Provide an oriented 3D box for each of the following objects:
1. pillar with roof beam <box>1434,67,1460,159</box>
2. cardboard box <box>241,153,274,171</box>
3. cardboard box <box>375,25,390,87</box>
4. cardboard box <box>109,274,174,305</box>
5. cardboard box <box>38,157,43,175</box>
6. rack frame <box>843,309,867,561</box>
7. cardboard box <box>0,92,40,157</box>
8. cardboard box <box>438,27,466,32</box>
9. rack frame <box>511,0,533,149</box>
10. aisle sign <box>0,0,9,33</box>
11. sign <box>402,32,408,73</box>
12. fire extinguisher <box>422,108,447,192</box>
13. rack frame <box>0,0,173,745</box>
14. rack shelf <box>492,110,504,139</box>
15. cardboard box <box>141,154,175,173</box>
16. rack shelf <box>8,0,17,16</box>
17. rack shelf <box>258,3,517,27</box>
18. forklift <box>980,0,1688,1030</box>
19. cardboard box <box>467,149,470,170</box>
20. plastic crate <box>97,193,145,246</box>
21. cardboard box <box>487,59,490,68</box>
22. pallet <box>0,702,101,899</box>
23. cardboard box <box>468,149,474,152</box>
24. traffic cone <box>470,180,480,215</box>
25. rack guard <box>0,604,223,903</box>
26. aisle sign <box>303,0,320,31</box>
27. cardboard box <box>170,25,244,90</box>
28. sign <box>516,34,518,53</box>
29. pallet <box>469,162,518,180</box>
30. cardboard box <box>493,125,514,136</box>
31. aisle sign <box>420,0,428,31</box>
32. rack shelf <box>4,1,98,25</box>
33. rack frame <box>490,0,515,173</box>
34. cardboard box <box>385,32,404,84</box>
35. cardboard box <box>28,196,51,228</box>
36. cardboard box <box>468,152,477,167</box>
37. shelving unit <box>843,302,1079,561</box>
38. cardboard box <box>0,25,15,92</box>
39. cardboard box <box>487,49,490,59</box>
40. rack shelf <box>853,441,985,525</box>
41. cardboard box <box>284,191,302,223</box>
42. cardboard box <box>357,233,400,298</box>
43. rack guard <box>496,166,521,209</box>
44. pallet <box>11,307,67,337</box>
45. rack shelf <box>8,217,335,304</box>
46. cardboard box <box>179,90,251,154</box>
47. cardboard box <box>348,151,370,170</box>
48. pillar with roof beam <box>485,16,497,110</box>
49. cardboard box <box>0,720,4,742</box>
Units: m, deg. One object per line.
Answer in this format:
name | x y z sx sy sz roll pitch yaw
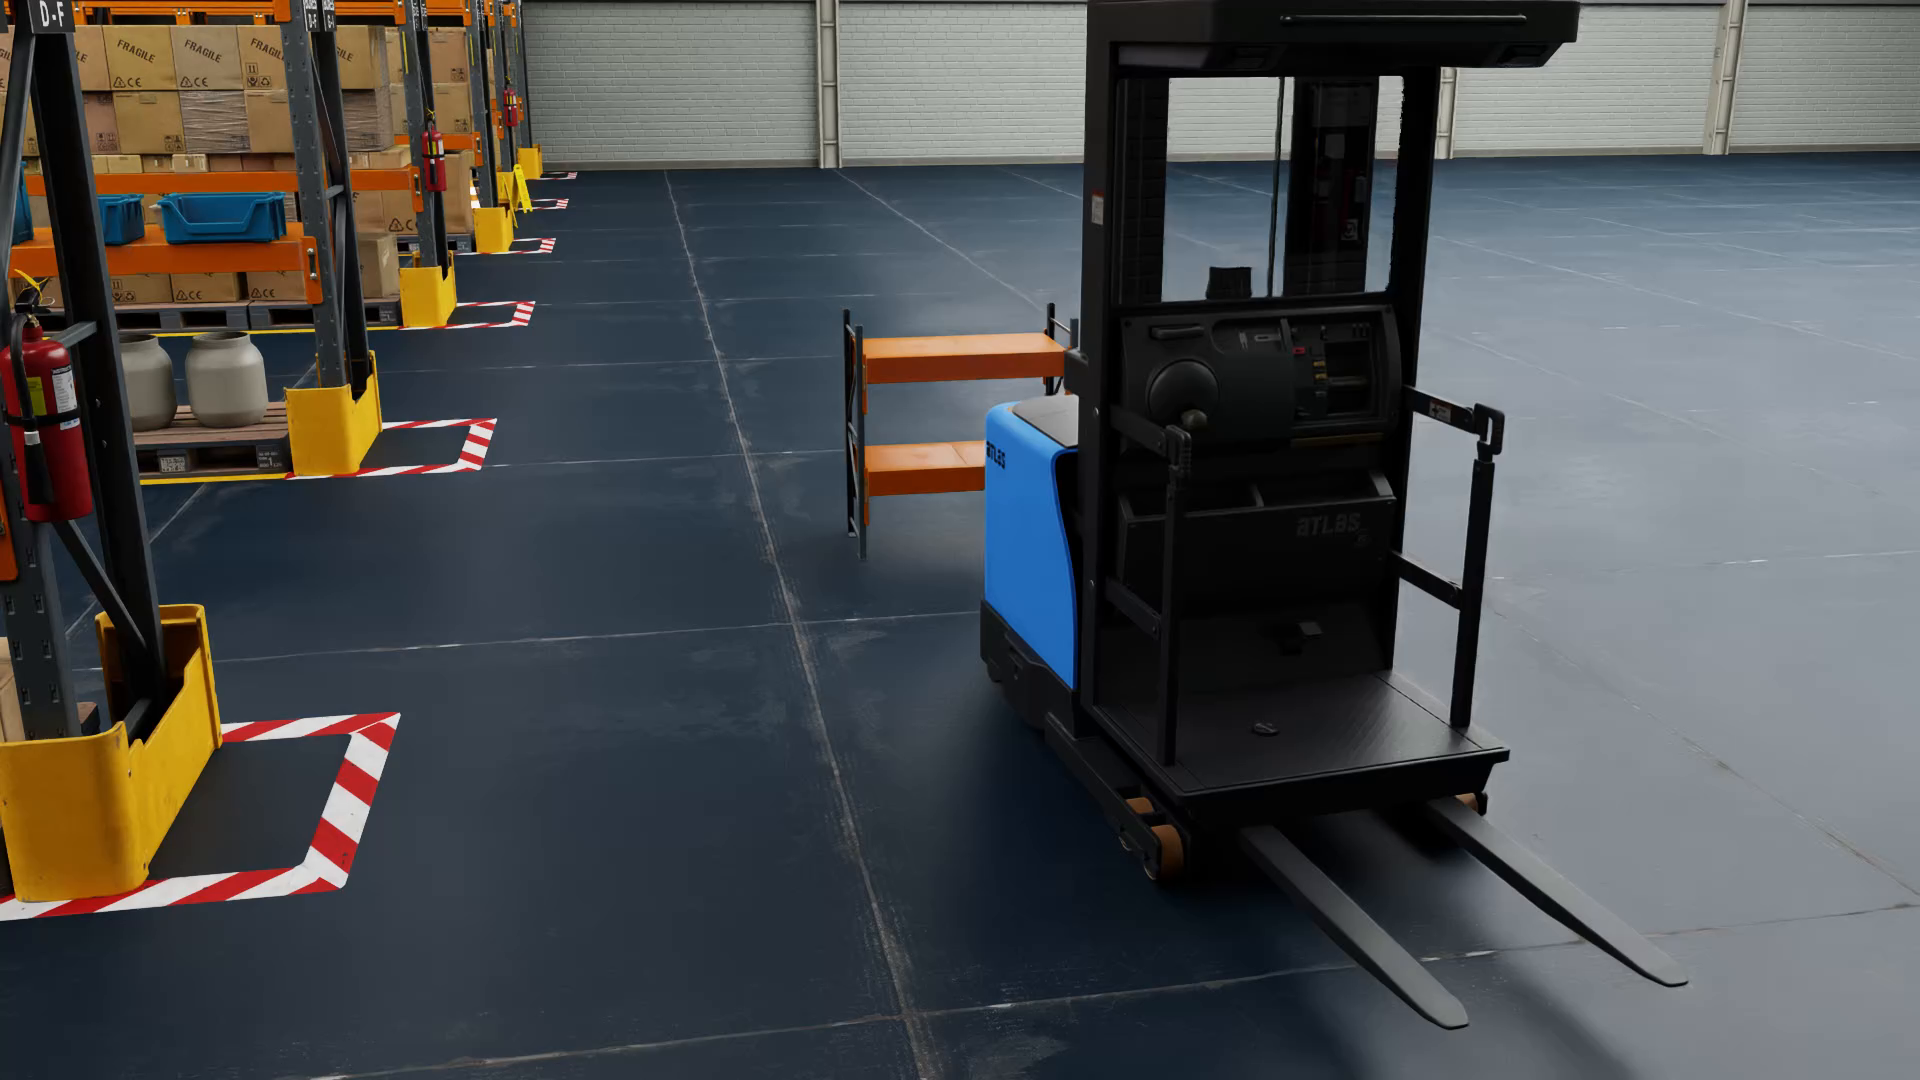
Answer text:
pillar with roof beam | 10.224 -10.550 27.255 0.400 9.000 9.100 -3 17 -10
cardboard box | -5.810 -3.163 13.849 0.250 0.149 0.380 -3 17 -10
cardboard box | -5.178 -4.128 14.185 0.500 0.500 0.500 -3 17 -10
cardboard box | -6.958 -2.298 14.146 0.500 0.500 0.500 -5 18 -15
cardboard box | -7.260 -3.046 13.467 0.250 0.149 0.380 -3 17 -10
rack frame | -0.506 -0.509 7.974 0.032 1.125 0.500 -3 17 -10
cardboard box | -7.563 -3.405 13.531 0.500 0.500 0.875 -3 17 -10
cardboard box | -6.926 -6.846 23.032 0.500 0.500 0.700 -4 17 -12
rack frame | -7.412 -7.700 28.193 0.127 3.000 1.000 -3 17 -10
aisle sign | -2.591 -1.718 4.290 0.004 0.787 0.394 -3 17 -10
sign | -4.501 -3.956 13.493 0.005 0.325 0.100 -3 17 -10
fire extinguisher | -4.387 -3.249 13.833 0.183 0.674 0.296 -3 17 -10
rack frame | -2.711 -0.557 4.935 0.127 3.000 1.000 -3 17 -10
rack shelf | -8.430 -5.814 23.278 4.000 0.370 1.077 -3 17 -10
cardboard box | -6.538 -3.109 13.674 0.250 0.149 0.380 -3 17 -10
rack shelf | -4.674 -1.535 4.238 4.000 0.370 1.077 -3 17 -10
rack shelf | -9.375 -8.679 27.495 4.000 0.370 1.077 -3 17 -10
forklift | 0.997 -0.519 4.931 1.130 2.935 3.031 -5 18 -16
cardboard box | -7.334 -5.547 23.875 0.500 0.500 0.500 -4 17 -12
plastic crate | -4.720 -1.765 9.123 0.408 0.251 0.499 -3 17 -10
cardboard box | -7.944 -7.935 27.683 0.250 0.149 0.380 -3 17 -10
pallet | -3.454 0.831 5.167 1.213 0.211 1.003 -3 17 -10
cardboard box | -8.325 -6.683 27.999 0.500 0.250 0.500 -3 17 -11
traffic cone | -6.644 -4.661 22.619 0.334 0.463 0.336 -3 17 -10
rack guard | -2.687 0.637 5.307 0.348 0.500 1.175 -3 17 -10
aisle sign | -3.520 -3.146 8.937 0.004 0.787 0.394 -3 17 -10
cardboard box | -6.061 -3.922 13.512 0.500 0.500 0.500 -3 17 -10
sign | -7.322 -8.210 27.476 0.005 0.325 0.100 -3 17 -10
pallet | -8.155 -6.312 28.424 1.213 0.211 1.003 -3 17 -10
cardboard box | -7.805 -6.949 28.012 0.500 0.250 0.500 -3 17 -9
aisle sign | -4.582 -4.745 14.145 0.004 0.787 0.394 -3 17 -10
rack shelf | -11.319 -5.604 17.484 4.000 0.370 1.077 -3 17 -10
rack frame | -6.466 -6.269 23.535 0.127 3.000 1.000 -3 17 -10
cardboard box | -6.322 -5.369 18.509 0.550 0.550 0.875 -3 17 -10
cardboard box | -9.948 -3.690 18.253 0.750 0.750 1.050 -3 17 -11
cardboard box | -8.303 -6.444 28.072 0.500 0.250 0.500 -3 17 -10
shelving unit | -0.007 -0.537 8.066 1.048 1.125 0.538 -3 17 -10
cardboard box | -7.533 -3.838 13.238 0.500 0.500 0.500 -3 17 -10
cardboard box | -7.960 -8.097 27.703 0.250 0.149 0.380 -3 17 -10
rack shelf | -0.007 -0.304 8.138 1.000 0.278 0.538 -3 17 -10
cardboard box | -7.840 -3.876 18.648 0.875 0.875 0.875 -3 17 -10
cardboard box | -5.203 -2.388 14.441 0.500 0.500 0.500 0 17 0
rack guard | -6.541 -5.070 23.888 0.348 0.500 1.175 -3 17 -10
pallet | -7.861 -1.904 14.073 1.213 0.211 1.003 -3 17 -10
rack shelf | -5.610 -1.529 9.328 4.000 0.370 1.077 -3 17 -10
cardboard box | -6.099 -3.502 13.848 0.500 0.500 0.875 -3 17 -10
cardboard box | -5.073 -3.203 13.980 0.250 0.149 0.380 -3 17 -10
pillar with roof beam | -7.450 -9.548 23.991 0.400 9.000 9.100 -3 17 -10
cardboard box | -3.181 0.672 4.903 0.500 0.250 0.500 -3 17 -10
